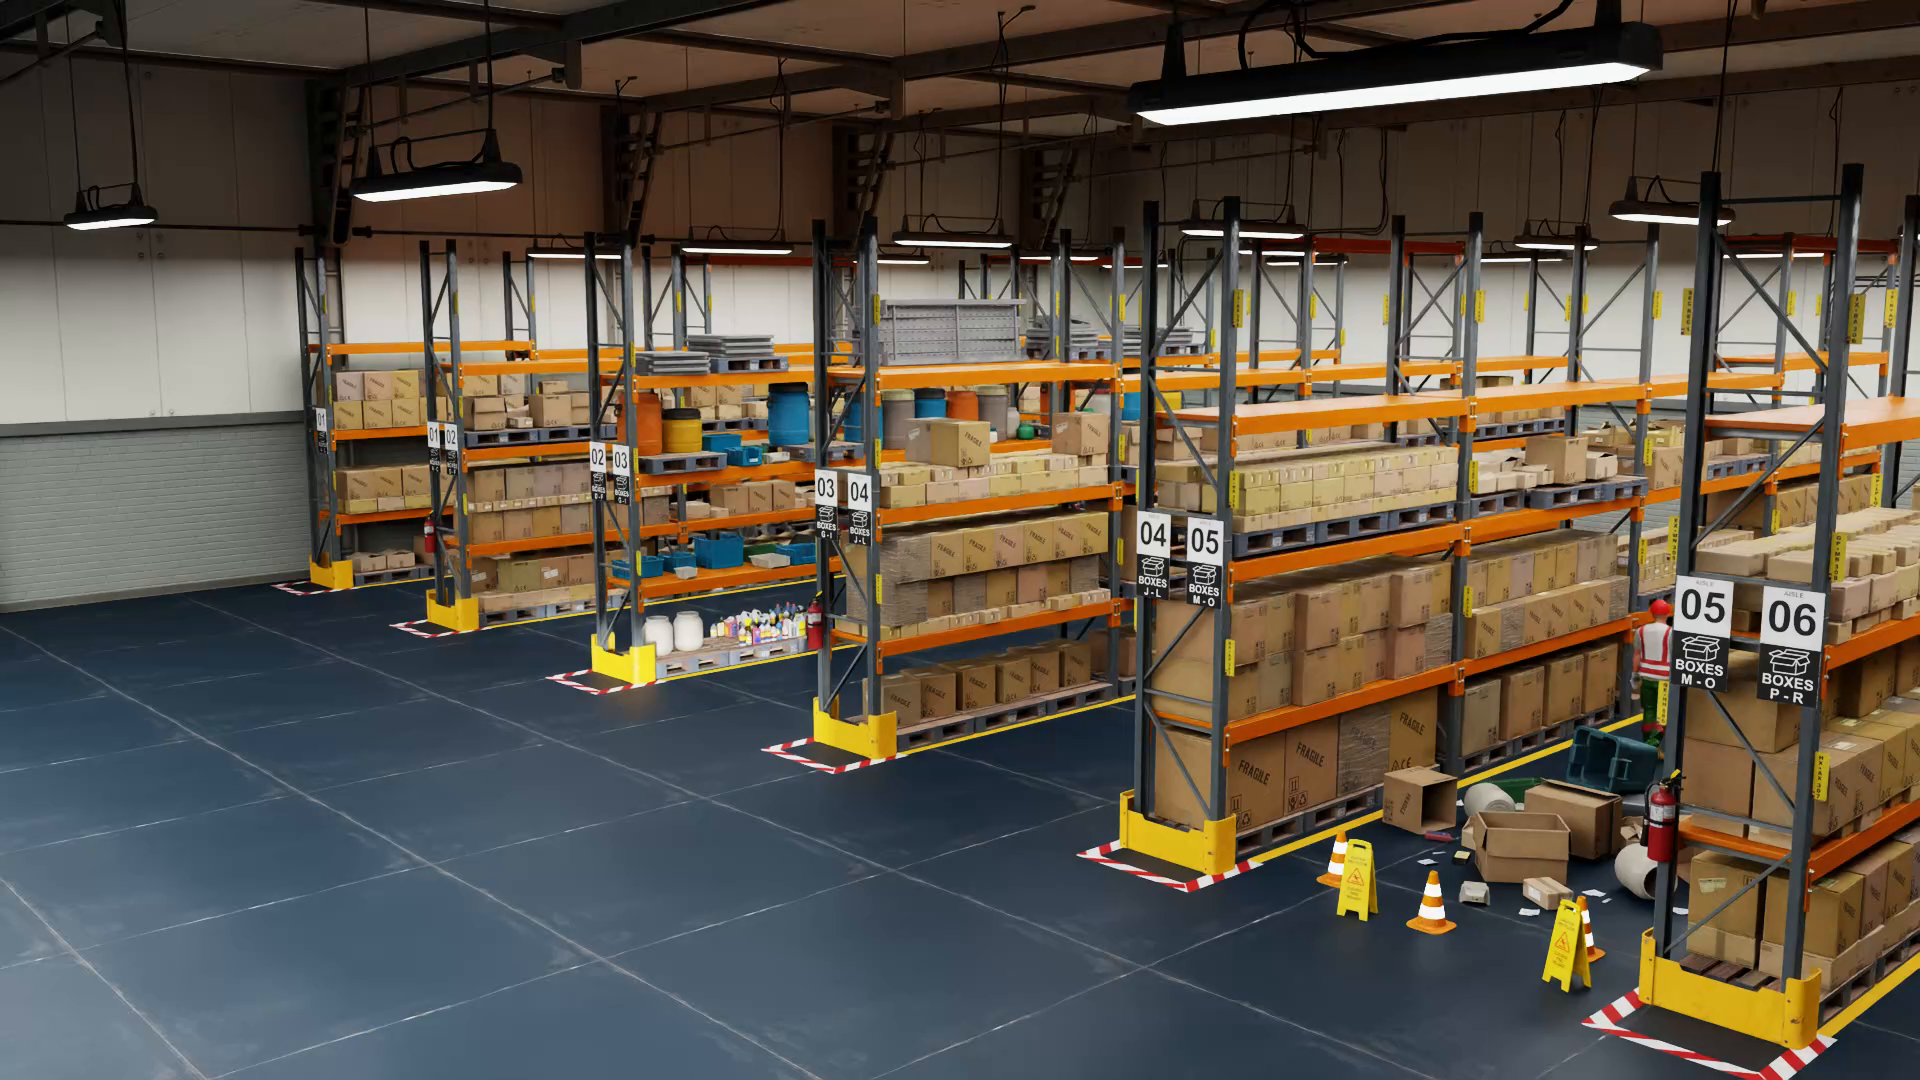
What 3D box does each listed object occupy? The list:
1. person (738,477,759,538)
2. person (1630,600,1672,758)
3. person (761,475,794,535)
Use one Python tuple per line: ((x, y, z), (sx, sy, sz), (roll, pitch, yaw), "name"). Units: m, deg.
((-4.201, -0.416, 32.380), (0.460, 1.658, 0.493), (-5, 10, -31), "person")
((7.824, 1.561, 18.692), (0.553, 1.787, 0.573), (-7, 11, -41), "person")
((-3.801, -0.646, 34.081), (1.012, 1.616, 0.547), (-8, 12, -44), "person")
